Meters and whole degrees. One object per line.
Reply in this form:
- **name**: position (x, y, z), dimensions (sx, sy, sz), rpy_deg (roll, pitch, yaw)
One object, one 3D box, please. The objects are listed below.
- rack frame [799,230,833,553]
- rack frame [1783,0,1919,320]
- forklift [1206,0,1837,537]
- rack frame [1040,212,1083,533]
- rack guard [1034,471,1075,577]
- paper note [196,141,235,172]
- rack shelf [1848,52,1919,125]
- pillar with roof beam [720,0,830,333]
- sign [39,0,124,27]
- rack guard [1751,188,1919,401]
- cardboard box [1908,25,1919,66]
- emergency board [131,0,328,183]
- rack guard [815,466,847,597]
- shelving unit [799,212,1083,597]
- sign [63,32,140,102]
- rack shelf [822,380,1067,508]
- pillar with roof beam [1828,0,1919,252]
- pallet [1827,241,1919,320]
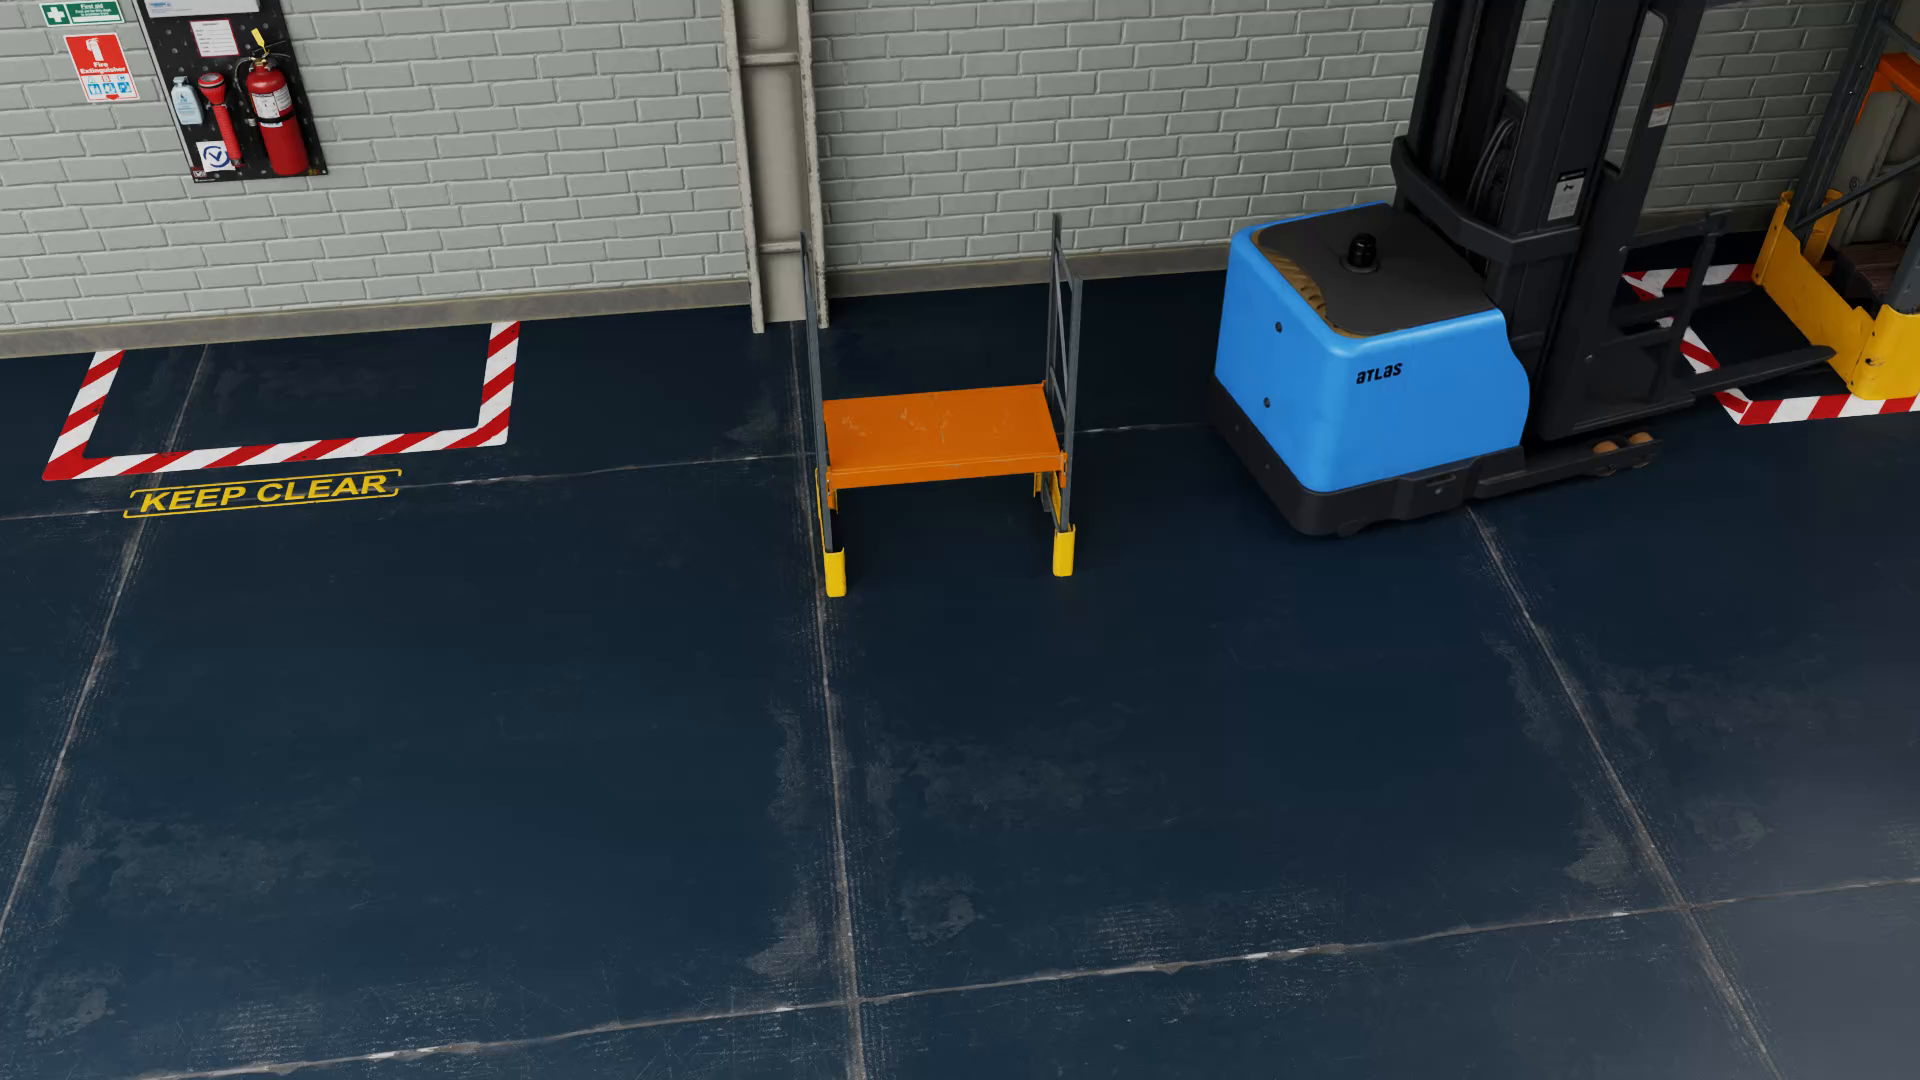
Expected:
- **rack frame**: position (-0.589, -0.505, 6.906), dimensions (0.032, 1.500, 0.500), rpy_deg (-5, 42, -6)
- **rack frame**: position (4.469, -2.196, 7.660), dimensions (0.127, 3.000, 1.000), rpy_deg (-5, 42, -6)
- **forklift**: position (2.764, -1.706, 7.168), dimensions (3.031, 2.935, 1.130), rpy_deg (-14, 44, -15)
- **rack frame**: position (0.419, -0.594, 7.004), dimensions (0.032, 1.500, 0.500), rpy_deg (-5, 42, -6)
- **rack guard**: position (0.418, -0.129, 7.422), dimensions (0.087, 0.250, 0.587), rpy_deg (-5, 42, -6)
- **paper note**: position (-3.538, -1.824, 7.906), dimensions (0.142, 0.148, 0.016), rpy_deg (-5, 42, -6)
- **rack shelf**: position (6.452, -2.102, 8.094), dimensions (4.000, 0.370, 1.077), rpy_deg (-5, 42, -6)
- **pillar with roof beam**: position (-0.340, -1.679, 2.608), dimensions (0.400, 9.000, 9.100), rpy_deg (-5, 42, -6)
- **sign**: position (-3.910, -2.346, 7.404), dimensions (0.331, 0.109, 0.001), rpy_deg (-5, 42, -6)
- **rack guard**: position (4.544, -1.274, 8.505), dimensions (0.348, 0.500, 1.175), rpy_deg (-5, 42, -6)
- **cardboard box**: position (4.907, -2.317, 7.891), dimensions (0.500, 0.250, 0.500), rpy_deg (-4, 42, -5)
- **emergency board**: position (-3.354, -2.121, 7.577), dimensions (0.643, 1.169, 0.194), rpy_deg (-5, 42, -6)
- **rack guard**: position (-0.569, -0.043, 7.326), dimensions (0.087, 0.250, 0.587), rpy_deg (-5, 42, -6)
- **shelving unit**: position (-0.076, -0.550, 6.955), dimensions (1.083, 1.500, 0.587), rpy_deg (-5, 42, -6)
- **sign**: position (-3.915, -2.155, 7.588), dimensions (0.234, 0.329, 0.001), rpy_deg (-5, 42, -6)
- **rack shelf**: position (-0.085, -0.416, 7.075), dimensions (1.000, 0.185, 0.538), rpy_deg (-5, 42, -6)
- **pillar with roof beam**: position (5.609, -2.200, 3.185), dimensions (0.400, 9.000, 9.100), rpy_deg (-5, 42, -6)
- **pallet**: position (5.355, -1.214, 8.654), dimensions (1.213, 0.211, 1.003), rpy_deg (-5, 42, -6)
